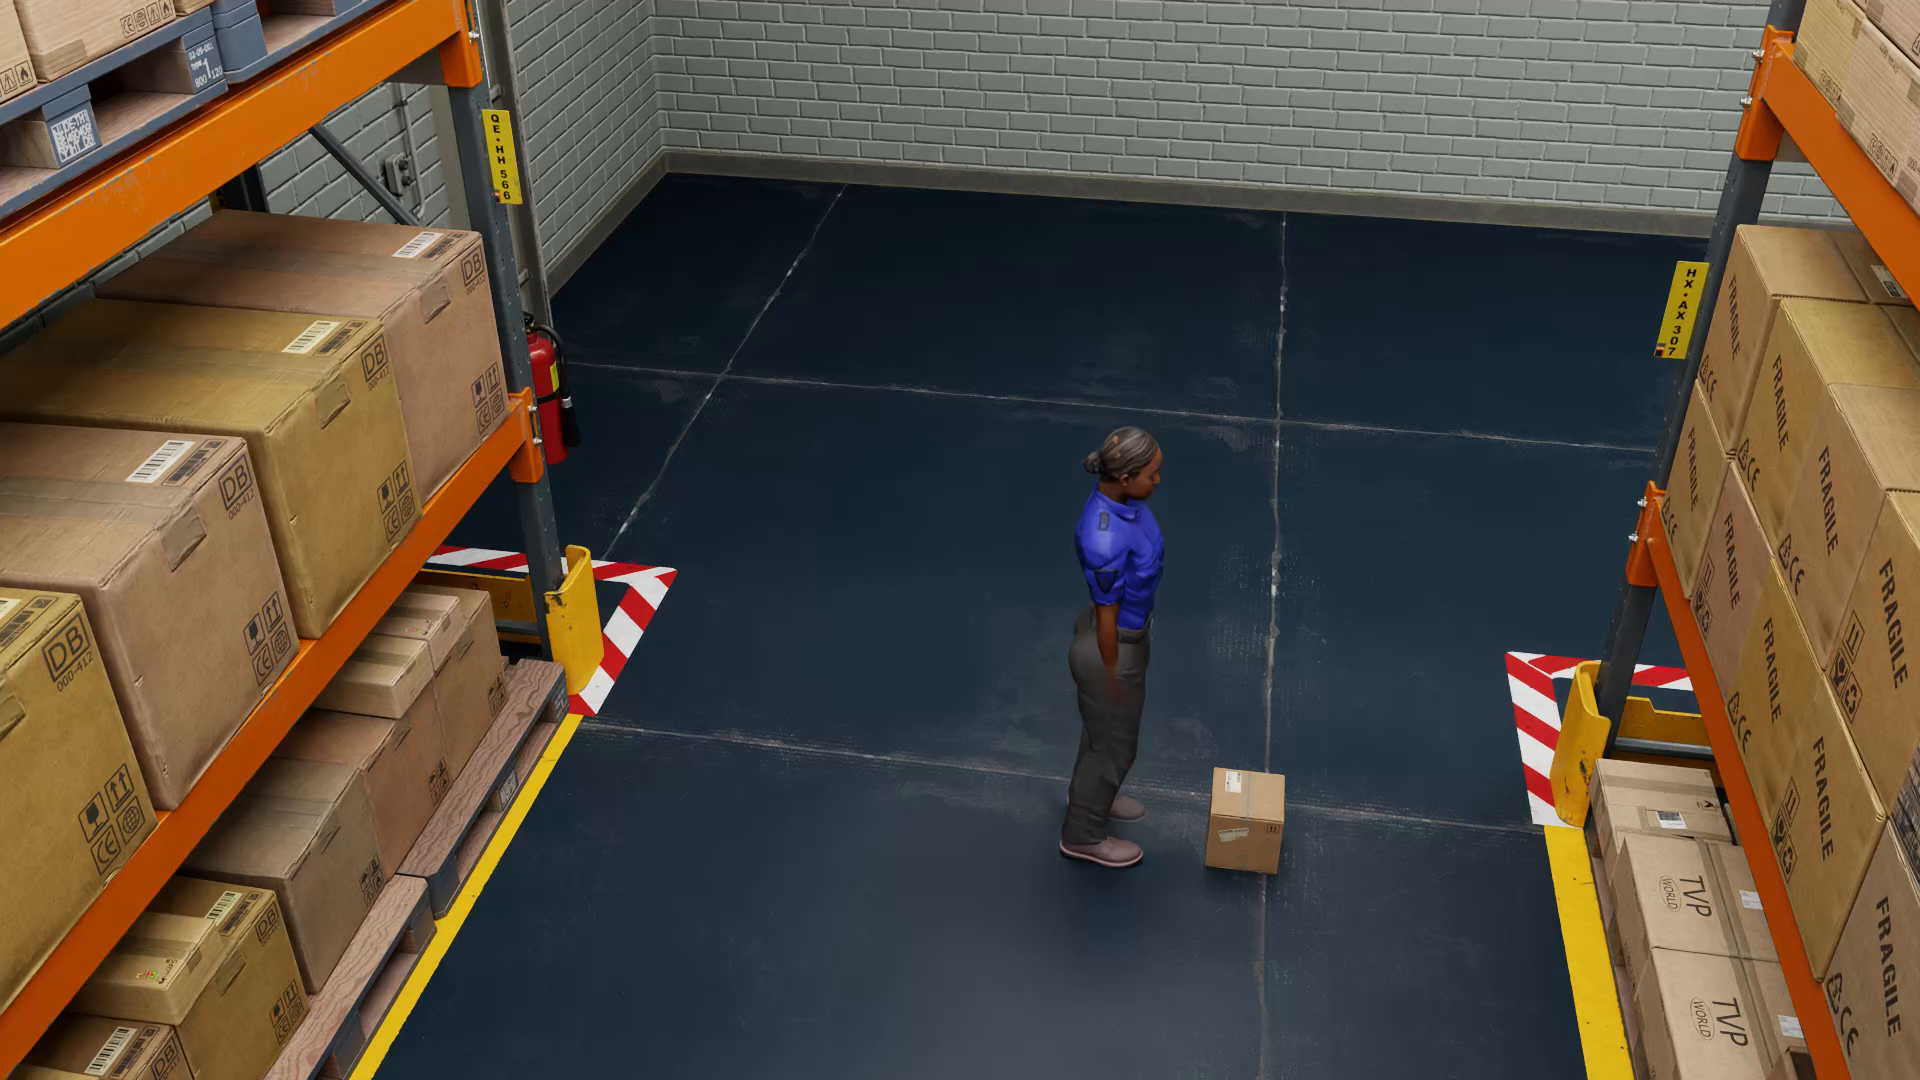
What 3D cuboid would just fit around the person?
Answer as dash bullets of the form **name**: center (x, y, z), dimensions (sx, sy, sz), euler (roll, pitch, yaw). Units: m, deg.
- **person**: center (0.526, 0.357, 5.601), dimensions (0.301, 1.664, 0.438), euler (6, 33, 9)
